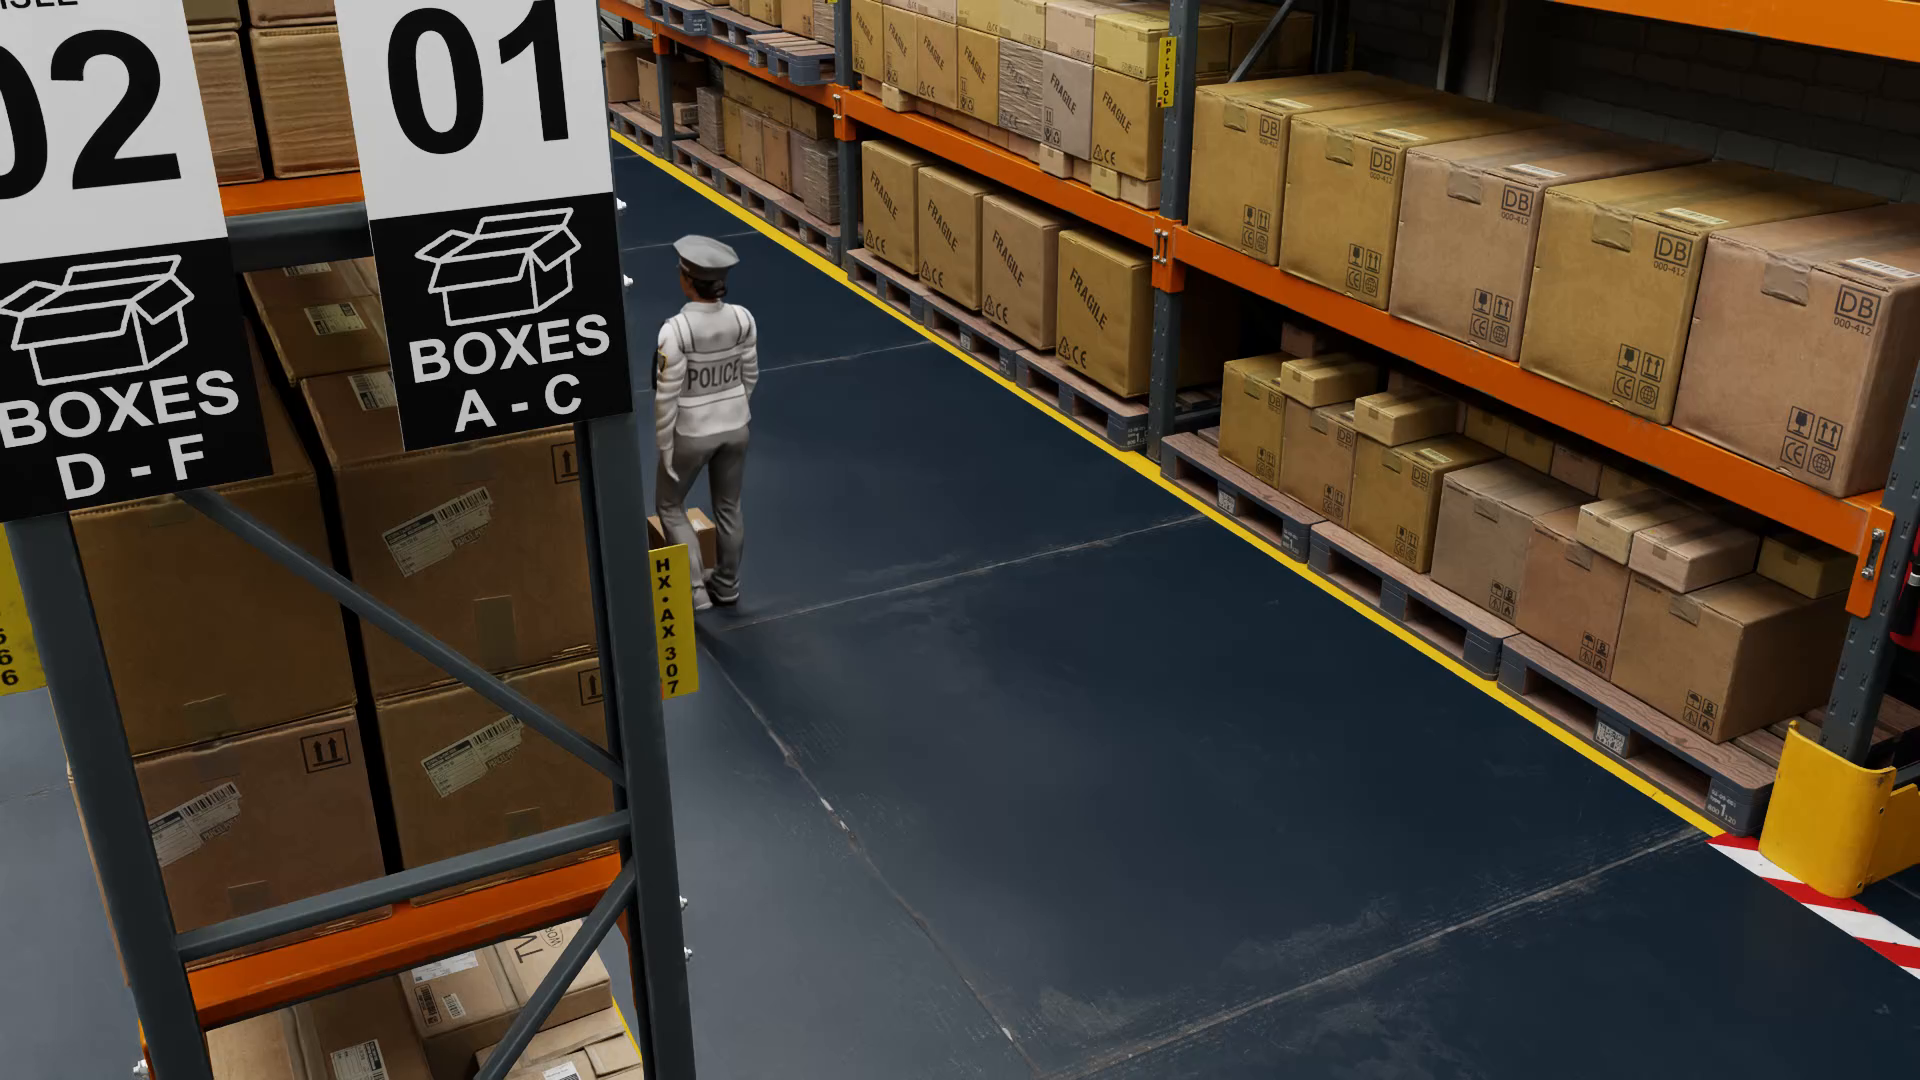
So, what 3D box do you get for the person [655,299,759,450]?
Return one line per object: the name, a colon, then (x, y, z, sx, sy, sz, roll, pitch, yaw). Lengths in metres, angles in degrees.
person: (-1.058, -0.714, 6.846, 0.506, 0.604, 0.324, -17, 30, -31)
